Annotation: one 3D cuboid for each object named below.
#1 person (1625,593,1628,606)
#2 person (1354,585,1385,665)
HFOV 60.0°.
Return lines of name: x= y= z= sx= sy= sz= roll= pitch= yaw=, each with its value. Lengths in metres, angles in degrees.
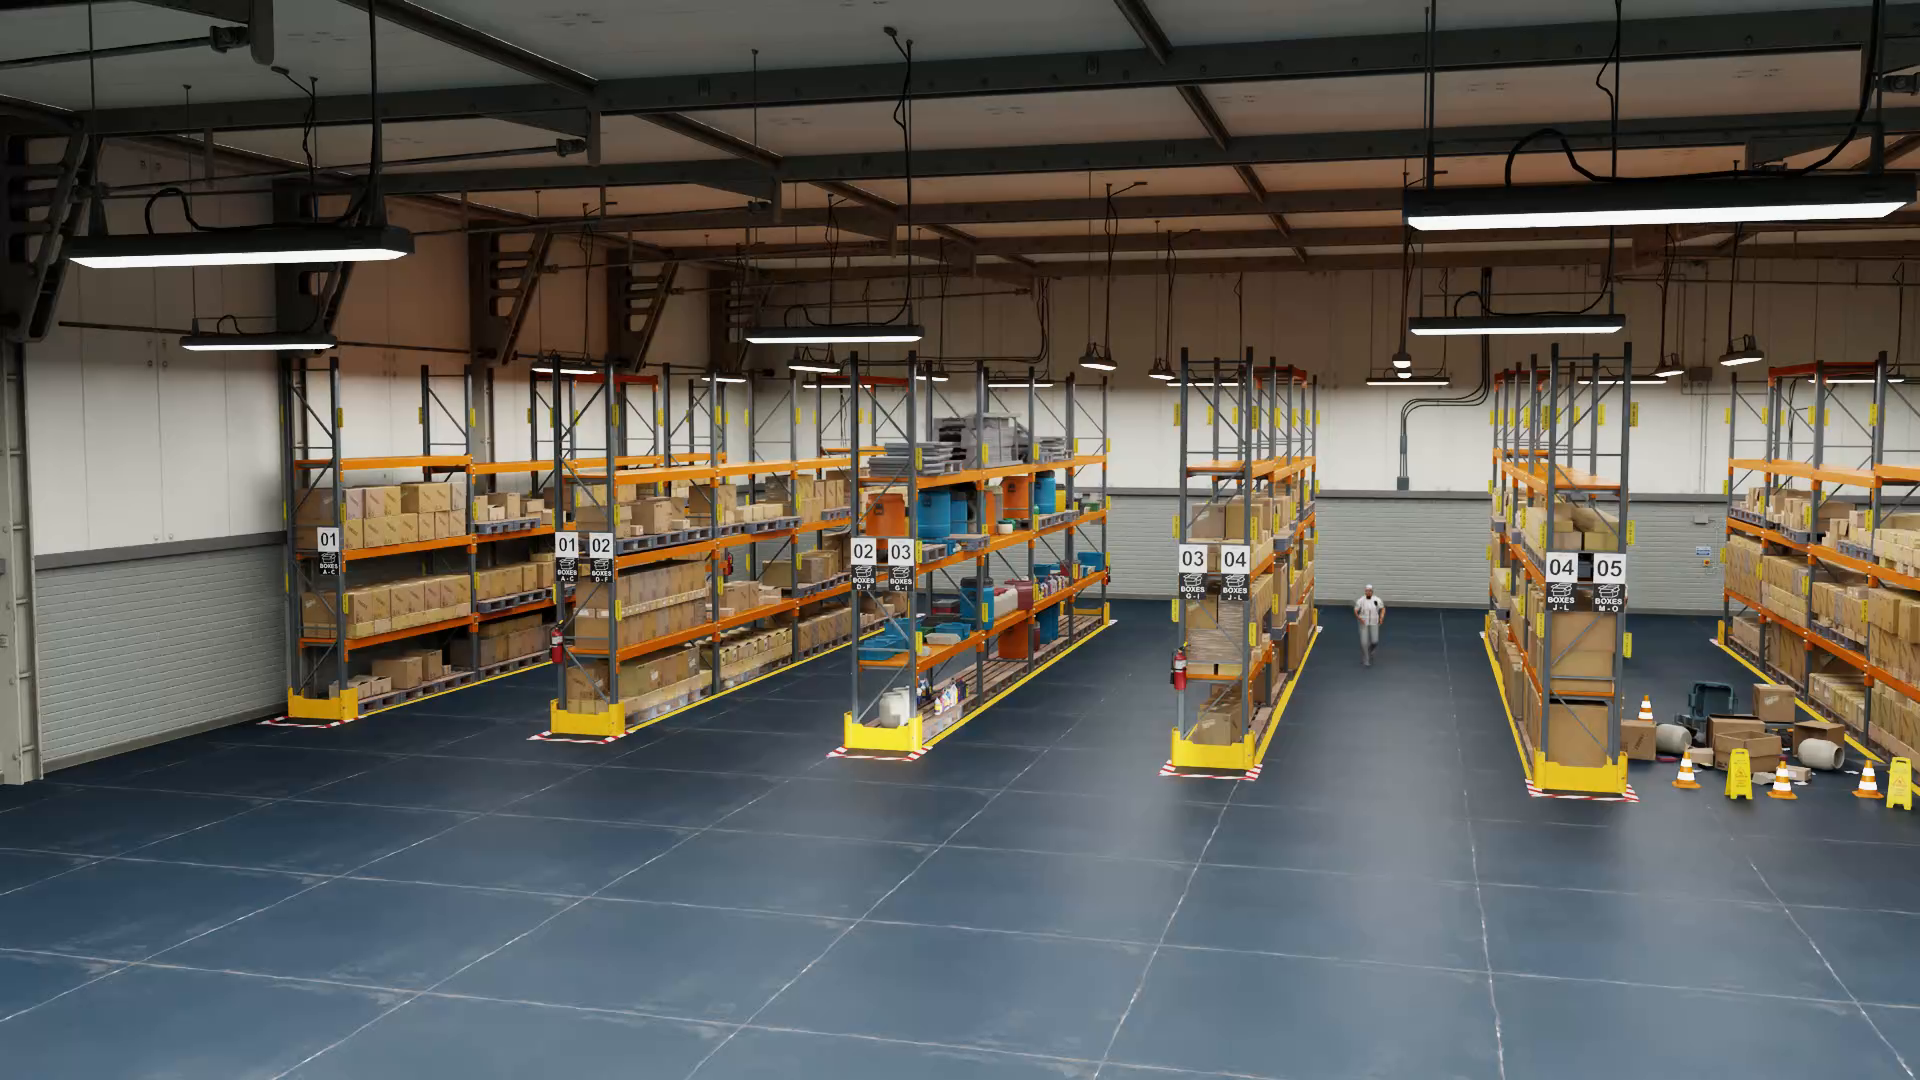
person: x=13.874 y=1.530 z=35.558 sx=0.651 sy=1.726 sz=0.632 roll=0 pitch=4 yaw=1
person: x=8.286 y=1.728 z=33.697 sx=0.599 sy=1.638 sz=0.515 roll=1 pitch=4 yaw=8
